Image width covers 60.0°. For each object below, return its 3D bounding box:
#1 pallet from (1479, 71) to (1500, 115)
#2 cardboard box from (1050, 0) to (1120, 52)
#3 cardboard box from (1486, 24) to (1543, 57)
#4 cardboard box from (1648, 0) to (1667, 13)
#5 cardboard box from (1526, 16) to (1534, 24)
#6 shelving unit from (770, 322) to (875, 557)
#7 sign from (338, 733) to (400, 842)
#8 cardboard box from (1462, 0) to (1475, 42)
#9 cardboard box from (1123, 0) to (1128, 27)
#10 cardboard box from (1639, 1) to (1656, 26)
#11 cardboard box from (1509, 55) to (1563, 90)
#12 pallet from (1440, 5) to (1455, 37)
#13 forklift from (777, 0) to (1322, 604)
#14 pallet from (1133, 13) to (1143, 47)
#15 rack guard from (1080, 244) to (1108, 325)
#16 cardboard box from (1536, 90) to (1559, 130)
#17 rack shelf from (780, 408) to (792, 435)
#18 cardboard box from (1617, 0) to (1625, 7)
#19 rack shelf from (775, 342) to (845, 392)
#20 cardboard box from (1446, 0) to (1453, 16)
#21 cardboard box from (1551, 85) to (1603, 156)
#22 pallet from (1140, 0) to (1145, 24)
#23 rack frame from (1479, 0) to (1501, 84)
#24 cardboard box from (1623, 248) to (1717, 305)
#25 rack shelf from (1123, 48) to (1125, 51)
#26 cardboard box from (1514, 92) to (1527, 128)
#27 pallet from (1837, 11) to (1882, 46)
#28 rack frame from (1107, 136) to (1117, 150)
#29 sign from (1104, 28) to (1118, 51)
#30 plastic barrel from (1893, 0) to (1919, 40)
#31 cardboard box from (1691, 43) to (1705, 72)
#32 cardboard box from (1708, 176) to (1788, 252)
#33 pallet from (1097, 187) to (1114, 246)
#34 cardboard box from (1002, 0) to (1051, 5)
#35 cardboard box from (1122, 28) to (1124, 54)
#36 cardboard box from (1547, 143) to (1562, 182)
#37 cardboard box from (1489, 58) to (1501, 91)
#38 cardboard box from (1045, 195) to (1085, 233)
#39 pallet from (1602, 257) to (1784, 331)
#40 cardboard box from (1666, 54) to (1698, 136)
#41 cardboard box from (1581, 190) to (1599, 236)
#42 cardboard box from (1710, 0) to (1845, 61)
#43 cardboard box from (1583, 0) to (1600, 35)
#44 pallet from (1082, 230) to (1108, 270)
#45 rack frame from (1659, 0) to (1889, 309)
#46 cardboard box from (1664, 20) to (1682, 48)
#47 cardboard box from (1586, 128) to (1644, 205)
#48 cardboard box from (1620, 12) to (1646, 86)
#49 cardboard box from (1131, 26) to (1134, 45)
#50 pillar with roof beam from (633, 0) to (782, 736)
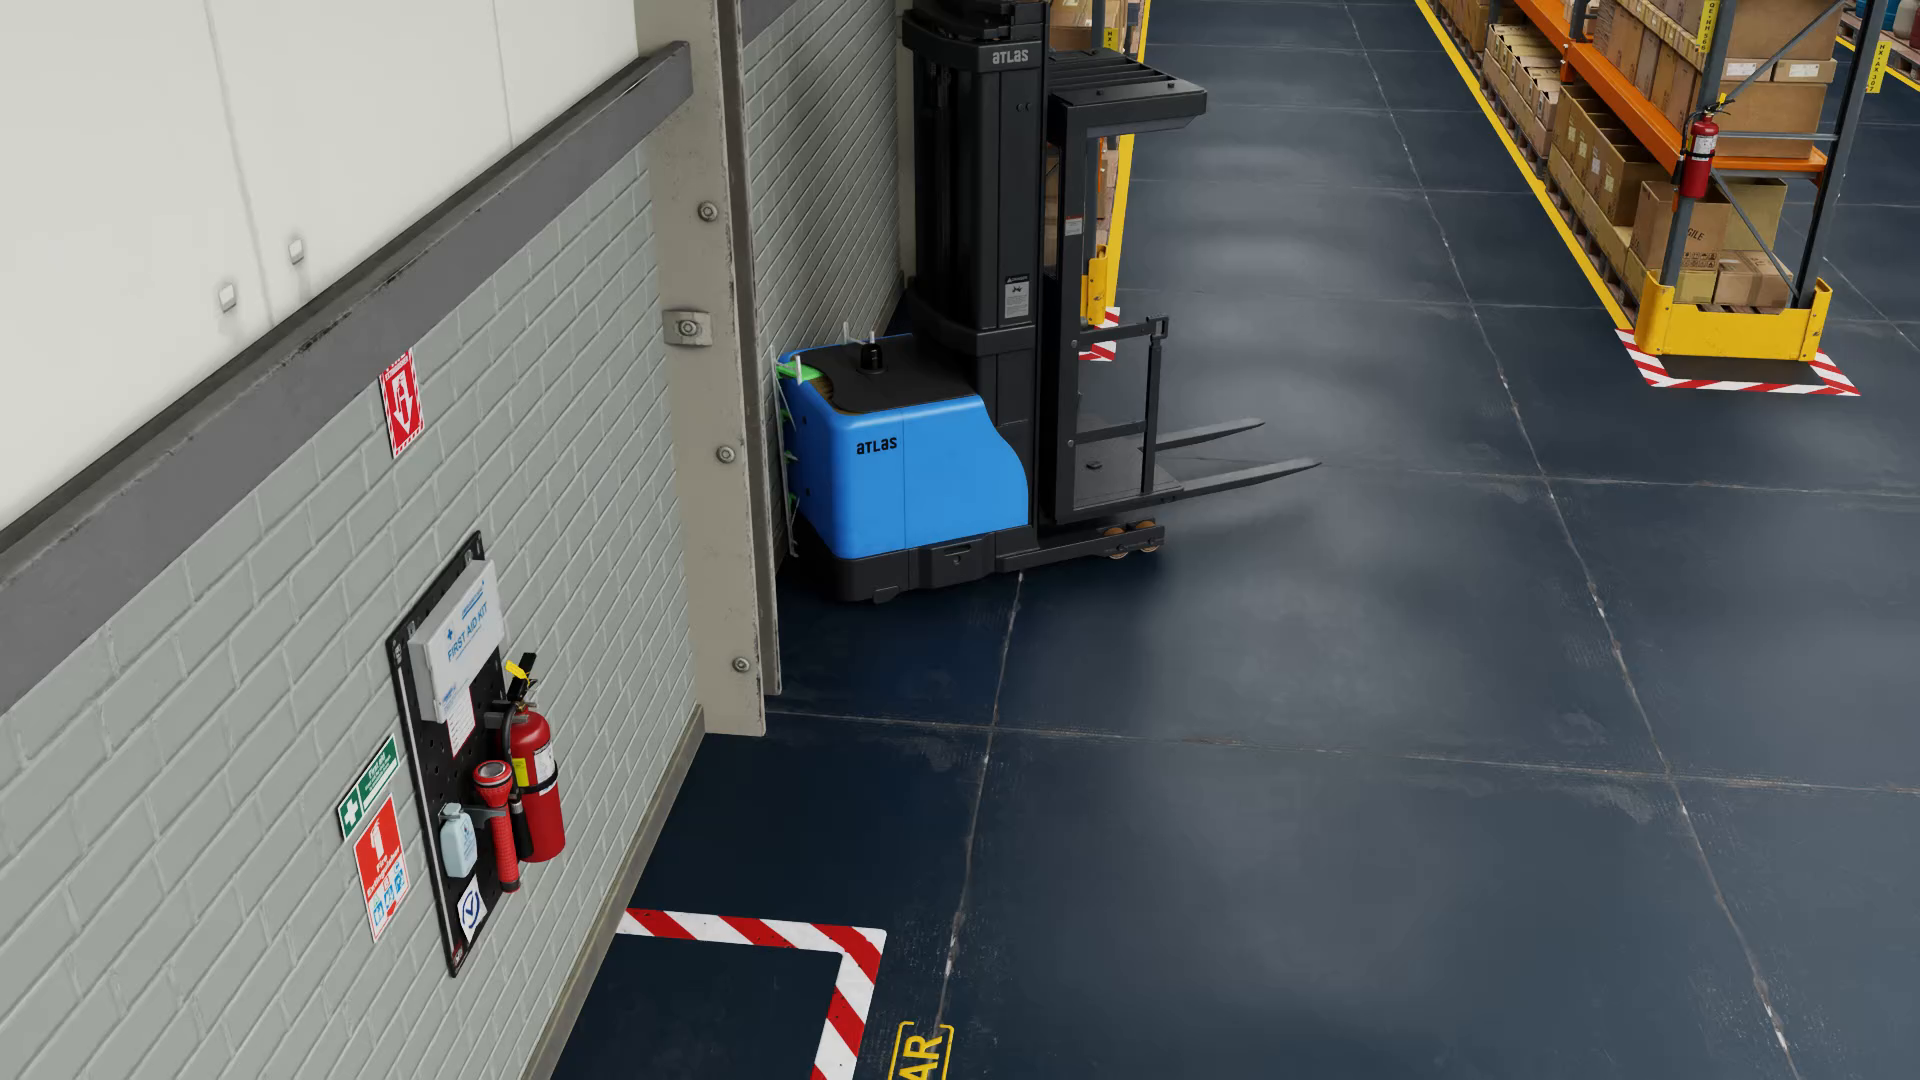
[{"bbox_3d":[6.239,-4.838,18.008,1.003,0.211,1.213,3,28,6],"label":"pallet"},{"bbox_3d":[0.909,-3.684,12.271,0.500,0.500,0.500,3,29,6],"label":"cardboard box"},{"bbox_3d":[6.023,-5.443,18.055,0.500,0.311,0.500,4,29,8],"label":"cardboard box"},{"bbox_3d":[5.656,-4.265,12.531,0.700,0.500,0.500,3,28,6],"label":"cardboard box"},{"bbox_3d":[6.718,-5.742,18.917,0.500,0.500,0.500,5,29,8],"label":"cardboard box"},{"bbox_3d":[-0.692,-0.508,8.917,0.503,1.200,0.258,-24,33,-36],"label":"shelving unit"},{"bbox_3d":[-1.528,0.638,4.307,0.001,0.109,0.331,3,28,6],"label":"sign"},{"bbox_3d":[6.324,-6.242,19.845,0.500,0.500,0.500,2,28,4],"label":"cardboard box"},{"bbox_3d":[1.165,-4.651,14.068,0.500,0.500,0.500,3,28,6],"label":"cardboard box"},{"bbox_3d":[5.477,-4.053,12.821,0.380,0.149,0.250,3,28,6],"label":"cardboard box"},{"bbox_3d":[5.840,-4.713,16.701,0.500,0.311,0.500,3,28,6],"label":"cardboard box"},{"bbox_3d":[6.806,-6.721,21.503,1.003,0.211,1.213,3,28,6],"label":"pallet"},{"bbox_3d":[0.573,-1.406,8.770,3.031,2.935,1.130,-11,30,-20],"label":"forklift"},{"bbox_3d":[1.785,-6.449,20.998,1.003,0.211,1.213,3,28,6],"label":"pallet"},{"bbox_3d":[0.491,-1.907,12.262,1.175,0.500,0.348,3,28,6],"label":"rack guard"},{"bbox_3d":[5.653,-3.997,15.371,0.500,0.311,0.500,3,28,6],"label":"cardboard box"},{"bbox_3d":[-0.700,-0.666,8.840,0.480,0.148,0.258,-24,33,-36],"label":"rack shelf"},{"bbox_3d":[5.572,-4.419,13.501,0.380,0.149,0.250,3,28,6],"label":"cardboard box"},{"bbox_3d":[-0.710,-0.882,8.735,0.480,0.148,0.258,-24,33,-36],"label":"rack shelf"},{"bbox_3d":[6.513,-6.962,21.181,0.500,0.500,0.500,4,29,7],"label":"cardboard box"},{"bbox_3d":[5.521,-3.673,14.570,0.500,0.500,0.500,3,28,6],"label":"cardboard box"},{"bbox_3d":[1.932,-7.025,22.067,1.003,0.211,1.213,3,28,6],"label":"pallet"},{"bbox_3d":[6.379,-6.451,18.062,1.000,3.000,0.127,3,28,6],"label":"rack frame"},{"bbox_3d":[5.171,-1.929,12.125,0.500,0.250,0.500,3,28,6],"label":"cardboard box"},{"bbox_3d":[1.217,-5.479,17.016,1.077,0.370,4.000,3,28,6],"label":"rack shelf"},{"bbox_3d":[5.778,-4.233,16.402,0.500,0.250,0.500,4,29,7],"label":"cardboard box"},{"bbox_3d":[11.648,-6.456,21.011,1.003,0.211,1.213,3,28,6],"label":"pallet"},{"bbox_3d":[0.972,-4.854,15.098,1.000,3.000,0.127,3,28,6],"label":"rack frame"},{"bbox_3d":[1.020,-3.321,11.339,0.100,0.325,0.005,3,28,6],"label":"sign"},{"bbox_3d":[11.456,-6.285,19.934,0.421,0.512,0.421,0,28,0],"label":"plastic barrel"},{"bbox_3d":[5.287,-3.329,11.477,0.380,0.149,0.250,4,29,7],"label":"cardboard box"},{"bbox_3d":[5.744,-2.465,12.328,0.500,0.500,0.500,3,28,6],"label":"cardboard box"},{"bbox_3d":[0.777,-2.733,14.100,1.003,0.211,1.213,3,28,6],"label":"pallet"},{"bbox_3d":[0.400,-3.715,12.329,0.500,0.500,0.500,4,29,7],"label":"cardboard box"},{"bbox_3d":[1.099,-4.085,13.807,0.500,0.250,0.500,3,28,6],"label":"cardboard box"},{"bbox_3d":[5.531,-3.342,14.747,0.500,0.250,0.500,3,28,6],"label":"cardboard box"},{"bbox_3d":[5.962,-4.959,17.749,0.500,0.250,0.500,3,28,5],"label":"cardboard box"},{"bbox_3d":[0.725,-2.570,13.229,0.500,0.311,0.500,6,29,10],"label":"cardboard box"},{"bbox_3d":[5.450,-1.820,12.406,1.003,0.211,1.213,3,28,6],"label":"pallet"},{"bbox_3d":[5.528,-3.196,11.914,0.700,0.500,0.500,4,29,8],"label":"cardboard box"},{"bbox_3d":[5.343,-2.636,13.437,0.500,0.250,0.500,3,28,6],"label":"cardboard box"},{"bbox_3d":[5.475,-3.544,11.193,0.700,0.500,0.500,3,29,6],"label":"cardboard box"},{"bbox_3d":[5.905,-4.736,15.037,0.500,0.250,0.500,5,29,9],"label":"cardboard box"},{"bbox_3d":[0.625,-2.160,13.037,1.003,0.211,1.213,3,28,6],"label":"pallet"},{"bbox_3d":[5.398,-2.685,11.072,1.000,3.000,0.127,3,28,6],"label":"rack frame"},{"bbox_3d":[5.383,-3.691,12.150,0.380,0.149,0.250,4,29,8],"label":"cardboard box"},{"bbox_3d":[5.339,-2.966,13.259,0.500,0.500,0.500,3,28,6],"label":"cardboard box"},{"bbox_3d":[5.717,-3.918,13.255,0.700,0.500,0.500,4,29,7],"label":"cardboard box"},{"bbox_3d":[1.682,-6.314,19.631,0.750,0.750,0.750,3,28,6],"label":"cardboard box"},{"bbox_3d":[3.246,-2.918,5.178,9.100,9.000,0.400,3,28,6],"label":"pillar with roof beam"}]
